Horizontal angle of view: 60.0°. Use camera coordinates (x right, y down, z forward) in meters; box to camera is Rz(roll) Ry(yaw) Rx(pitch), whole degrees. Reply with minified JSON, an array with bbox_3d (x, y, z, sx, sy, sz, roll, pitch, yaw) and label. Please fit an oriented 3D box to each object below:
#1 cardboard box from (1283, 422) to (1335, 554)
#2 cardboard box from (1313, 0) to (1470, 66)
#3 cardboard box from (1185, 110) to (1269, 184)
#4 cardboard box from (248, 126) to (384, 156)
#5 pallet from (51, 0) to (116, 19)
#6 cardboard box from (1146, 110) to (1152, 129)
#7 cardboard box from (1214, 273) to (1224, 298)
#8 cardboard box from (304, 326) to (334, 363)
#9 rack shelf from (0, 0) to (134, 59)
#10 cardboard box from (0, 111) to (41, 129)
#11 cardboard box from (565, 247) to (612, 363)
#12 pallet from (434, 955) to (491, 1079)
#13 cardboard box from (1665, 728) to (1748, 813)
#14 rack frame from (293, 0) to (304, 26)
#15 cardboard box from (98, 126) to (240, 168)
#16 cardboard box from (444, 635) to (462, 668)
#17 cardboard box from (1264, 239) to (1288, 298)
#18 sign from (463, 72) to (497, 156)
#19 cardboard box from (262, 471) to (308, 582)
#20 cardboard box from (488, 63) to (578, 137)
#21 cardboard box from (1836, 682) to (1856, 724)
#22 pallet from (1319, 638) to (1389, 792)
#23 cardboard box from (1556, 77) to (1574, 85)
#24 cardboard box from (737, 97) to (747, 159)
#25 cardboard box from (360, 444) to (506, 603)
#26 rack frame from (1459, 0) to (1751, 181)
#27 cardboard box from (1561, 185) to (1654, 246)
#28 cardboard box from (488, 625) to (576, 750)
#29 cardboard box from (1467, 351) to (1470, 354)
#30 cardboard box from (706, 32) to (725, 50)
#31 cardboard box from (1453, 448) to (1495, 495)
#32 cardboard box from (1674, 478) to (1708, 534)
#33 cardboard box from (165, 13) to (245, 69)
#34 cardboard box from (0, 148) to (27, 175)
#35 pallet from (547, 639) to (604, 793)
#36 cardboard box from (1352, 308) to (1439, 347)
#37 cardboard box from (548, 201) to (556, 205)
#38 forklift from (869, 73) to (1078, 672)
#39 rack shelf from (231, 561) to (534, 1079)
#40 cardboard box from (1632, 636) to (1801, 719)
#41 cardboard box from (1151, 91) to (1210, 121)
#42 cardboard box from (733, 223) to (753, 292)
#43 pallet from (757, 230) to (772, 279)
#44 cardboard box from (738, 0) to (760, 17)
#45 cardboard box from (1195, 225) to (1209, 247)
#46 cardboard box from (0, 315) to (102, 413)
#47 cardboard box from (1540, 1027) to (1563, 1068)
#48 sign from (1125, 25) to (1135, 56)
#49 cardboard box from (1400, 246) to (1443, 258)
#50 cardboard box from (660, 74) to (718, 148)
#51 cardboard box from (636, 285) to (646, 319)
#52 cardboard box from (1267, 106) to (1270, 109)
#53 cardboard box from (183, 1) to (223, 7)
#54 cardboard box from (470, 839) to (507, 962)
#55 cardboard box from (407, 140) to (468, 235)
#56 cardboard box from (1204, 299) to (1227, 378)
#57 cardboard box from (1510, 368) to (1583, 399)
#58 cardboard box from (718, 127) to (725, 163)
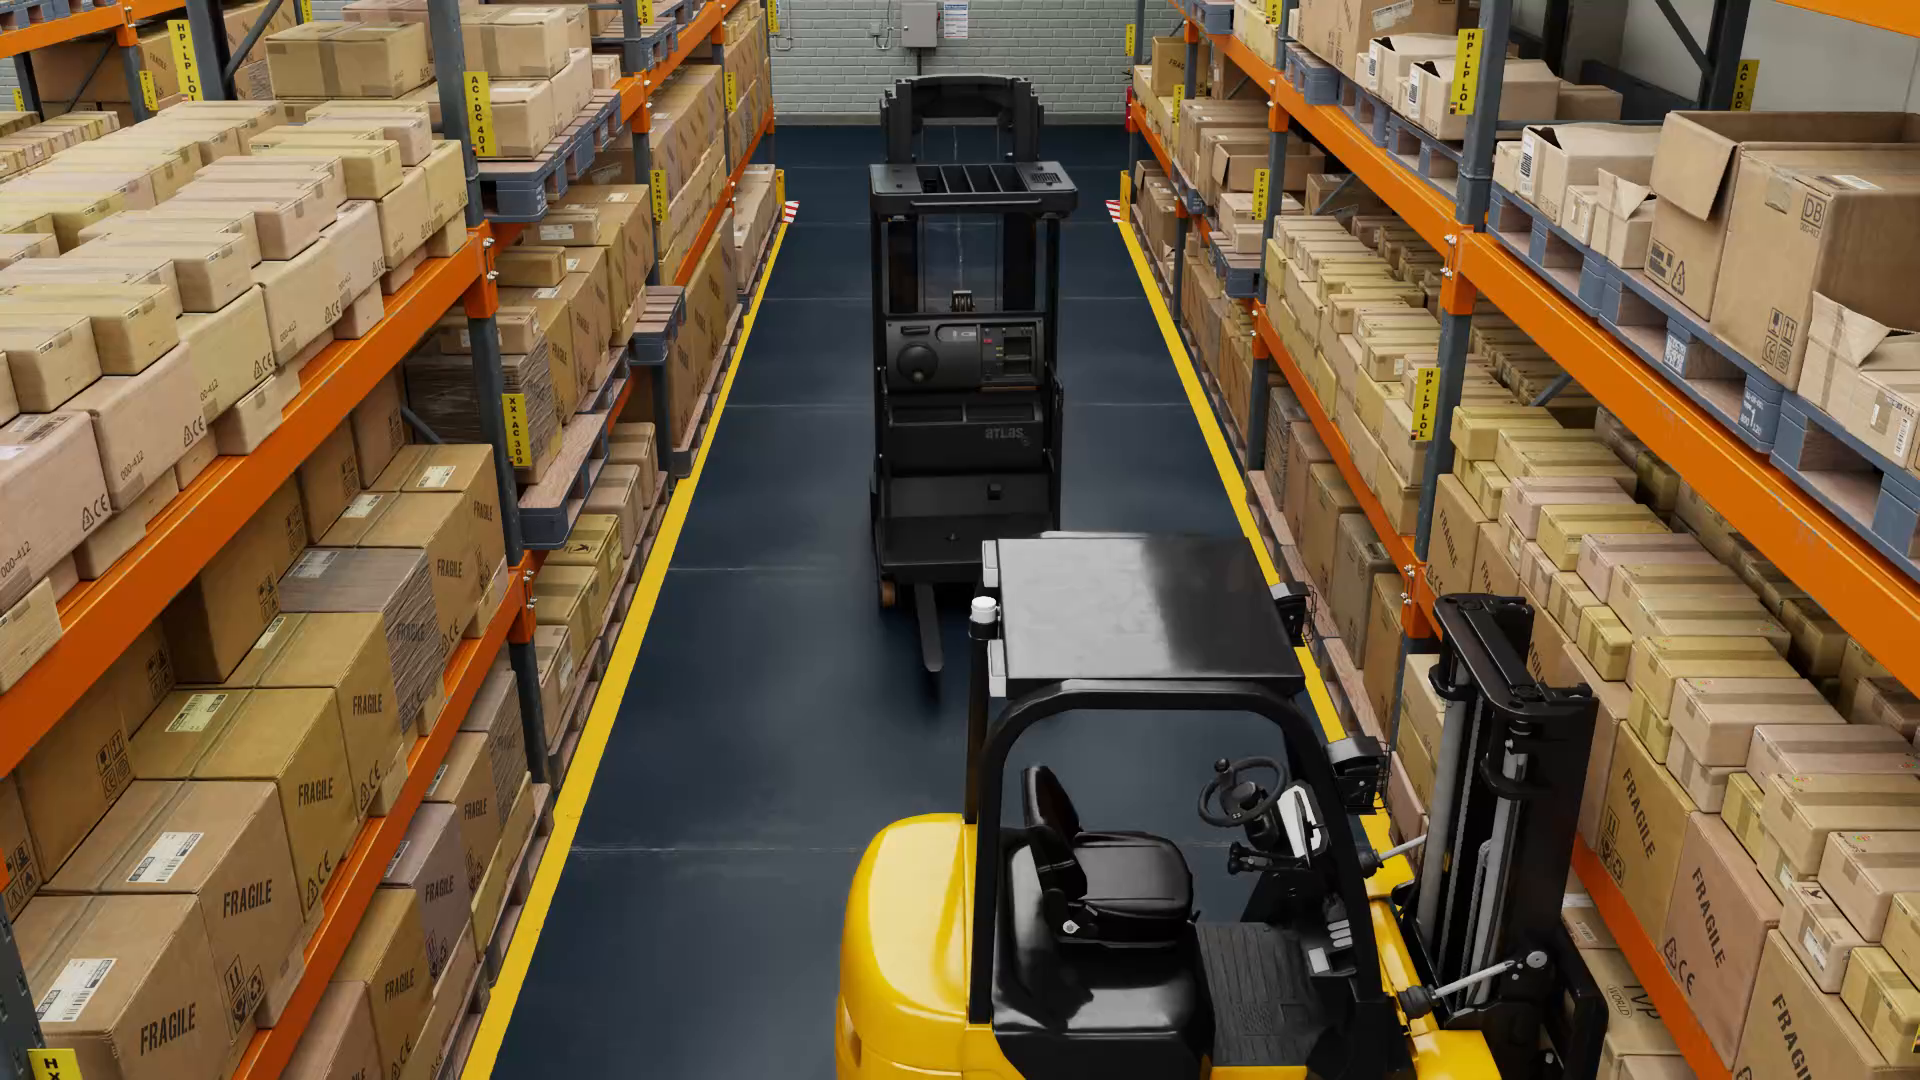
[{"bbox_3d":[2.491,-0.323,10.197,0.875,0.625,0.625,1,24,1],"label":"cardboard box"},{"bbox_3d":[2.353,-2.882,9.091,0.700,0.500,0.500,-1,24,-2],"label":"cardboard box"},{"bbox_3d":[2.227,-3.212,13.580,0.700,0.500,0.500,0,24,0],"label":"cardboard box"},{"bbox_3d":[-2.222,-1.340,5.769,0.380,0.149,0.250,0,24,1],"label":"cardboard box"},{"bbox_3d":[-7.572,-4.327,13.265,1.213,0.211,1.003,0,24,-1],"label":"pallet"},{"bbox_3d":[2.090,-4.255,16.822,0.380,0.149,0.250,-1,24,-2],"label":"cardboard box"},{"bbox_3d":[2.254,-2.050,13.379,0.380,0.149,0.250,1,24,1],"label":"cardboard box"},{"bbox_3d":[-2.213,-0.660,5.235,0.380,0.149,0.250,0,24,1],"label":"cardboard box"},{"bbox_3d":[-7.451,-3.516,12.116,1.077,0.370,4.000,0,24,-1],"label":"rack shelf"},{"bbox_3d":[-7.928,-3.484,13.887,0.380,0.149,0.250,1,24,2],"label":"cardboard box"},{"bbox_3d":[-2.169,-1.257,8.897,0.500,0.500,0.500,-1,24,-3],"label":"cardboard box"},{"bbox_3d":[-2.378,1.983,6.110,1.003,0.211,1.213,0,24,-1],"label":"pallet"},{"bbox_3d":[2.271,0.649,4.766,0.380,0.149,0.250,-1,24,-2],"label":"cardboard box"},{"bbox_3d":[-7.516,-4.949,18.053,1.000,3.000,0.127,0,24,-1],"label":"rack frame"},{"bbox_3d":[-2.734,-1.337,5.763,0.380,0.149,0.250,-1,24,-2],"label":"cardboard box"},{"bbox_3d":[-2.194,0.388,6.557,0.380,0.149,0.250,0,24,0],"label":"cardboard box"},{"bbox_3d":[2.219,-1.716,10.479,0.500,0.250,0.500,0,24,-1],"label":"cardboard box"},{"bbox_3d":[-1.894,-1.676,6.548,0.100,0.325,0.005,0,24,-1],"label":"sign"},{"bbox_3d":[-2.686,-0.105,5.646,0.700,0.500,0.500,-1,24,-2],"label":"cardboard box"},{"bbox_3d":[-2.048,-2.009,7.585,0.500,0.250,0.500,-1,24,-1],"label":"cardboard box"},{"bbox_3d":[2.883,0.544,4.999,0.380,0.149,0.250,1,24,1],"label":"cardboard box"},{"bbox_3d":[2.480,0.875,8.559,1.003,0.211,1.213,0,24,-1],"label":"pallet"},{"bbox_3d":[2.591,-2.035,7.643,0.380,0.149,0.250,0,24,-1],"label":"cardboard box"},{"bbox_3d":[-2.268,-3.812,15.418,0.500,0.500,0.500,0,24,0],"label":"cardboard box"},{"bbox_3d":[-2.183,-0.067,6.776,0.500,0.500,0.500,-1,24,-2],"label":"cardboard box"},{"bbox_3d":[2.527,-2.825,6.077,1.000,3.000,0.127,0,24,-1],"label":"rack frame"},{"bbox_3d":[2.237,-1.078,5.528,0.380,0.149,0.250,0,24,1],"label":"cardboard box"},{"bbox_3d":[-2.445,0.722,8.194,0.950,0.372,0.625,0,24,0],"label":"cardboard box"},{"bbox_3d":[2.788,-0.880,8.632,0.500,0.250,0.500,-1,24,-2],"label":"cardboard box"},{"bbox_3d":[-2.287,-4.398,14.713,0.380,0.149,0.250,0,24,0],"label":"cardboard box"},{"bbox_3d":[2.267,-0.301,6.866,0.380,0.149,0.250,-1,24,-1],"label":"cardboard box"},{"bbox_3d":[2.875,-0.123,6.113,0.380,0.149,0.250,-1,24,-2],"label":"cardboard box"},{"bbox_3d":[-7.233,-4.757,15.933,0.500,0.500,0.500,-1,24,-2],"label":"cardboard box"},{"bbox_3d":[-7.255,-2.836,12.454,0.380,0.149,0.250,-1,24,-1],"label":"cardboard box"},{"bbox_3d":[-2.446,0.882,8.545,1.003,0.211,1.213,0,24,-1],"label":"pallet"},{"bbox_3d":[2.258,-1.099,8.632,0.380,0.149,0.250,0,24,0],"label":"cardboard box"},{"bbox_3d":[-2.707,-1.902,10.324,0.500,0.500,0.500,-1,24,-2],"label":"cardboard box"},{"bbox_3d":[0.050,-1.078,9.577,1.130,2.935,3.031,-2,24,-4],"label":"forklift"},{"bbox_3d":[-2.415,1.084,5.587,1.077,0.370,4.000,0,24,-1],"label":"rack shelf"},{"bbox_3d":[2.242,0.407,4.940,0.380,0.149,0.250,0,24,0],"label":"cardboard box"},{"bbox_3d":[2.173,-4.289,16.413,0.500,0.250,0.500,-1,24,-2],"label":"cardboard box"},{"bbox_3d":[-2.423,-2.648,15.564,0.875,0.438,0.875,-1,24,-1],"label":"cardboard box"},{"bbox_3d":[-2.470,-2.912,16.932,1.003,0.211,1.213,0,24,-1],"label":"pallet"},{"bbox_3d":[-2.249,-5.452,17.043,0.380,0.149,0.250,0,24,-1],"label":"cardboard box"},{"bbox_3d":[2.228,-2.616,14.270,0.380,0.149,0.250,-1,24,-3],"label":"cardboard box"},{"bbox_3d":[-2.152,-0.390,3.669,0.380,0.149,0.250,0,24,-1],"label":"cardboard box"},{"bbox_3d":[2.231,1.771,5.414,0.500,0.250,0.500,-1,24,-2],"label":"cardboard box"},{"bbox_3d":[1.853,-5.429,18.063,0.100,0.325,0.005,0,24,-1],"label":"sign"},{"bbox_3d":[2.818,-1.633,9.812,0.380,0.149,0.250,-1,24,-2],"label":"cardboard box"},{"bbox_3d":[-2.255,-3.470,13.447,0.500,0.500,0.500,0,24,0],"label":"cardboard box"},{"bbox_3d":[-2.118,-1.446,10.101,0.380,0.149,0.250,0,24,-1],"label":"cardboard box"},{"bbox_3d":[2.692,-3.868,15.483,0.500,0.250,0.500,0,24,-1],"label":"cardboard box"},{"bbox_3d":[-7.765,-5.192,16.893,0.500,0.500,0.500,0,24,1],"label":"cardboard box"},{"bbox_3d":[-2.145,1.455,6.720,0.500,0.250,0.500,-1,24,-2],"label":"cardboard box"},{"bbox_3d":[-2.162,-1.321,6.211,0.500,0.250,0.500,0,24,-1],"label":"cardboard box"},{"bbox_3d":[2.236,-1.602,13.175,0.500,0.500,0.500,-1,24,-2],"label":"cardboard box"},{"bbox_3d":[2.787,-0.690,7.726,0.380,0.149,0.250,-1,24,-2],"label":"cardboard box"},{"bbox_3d":[-2.276,-3.344,14.078,0.500,0.250,0.500,0,24,-1],"label":"cardboard box"}]
